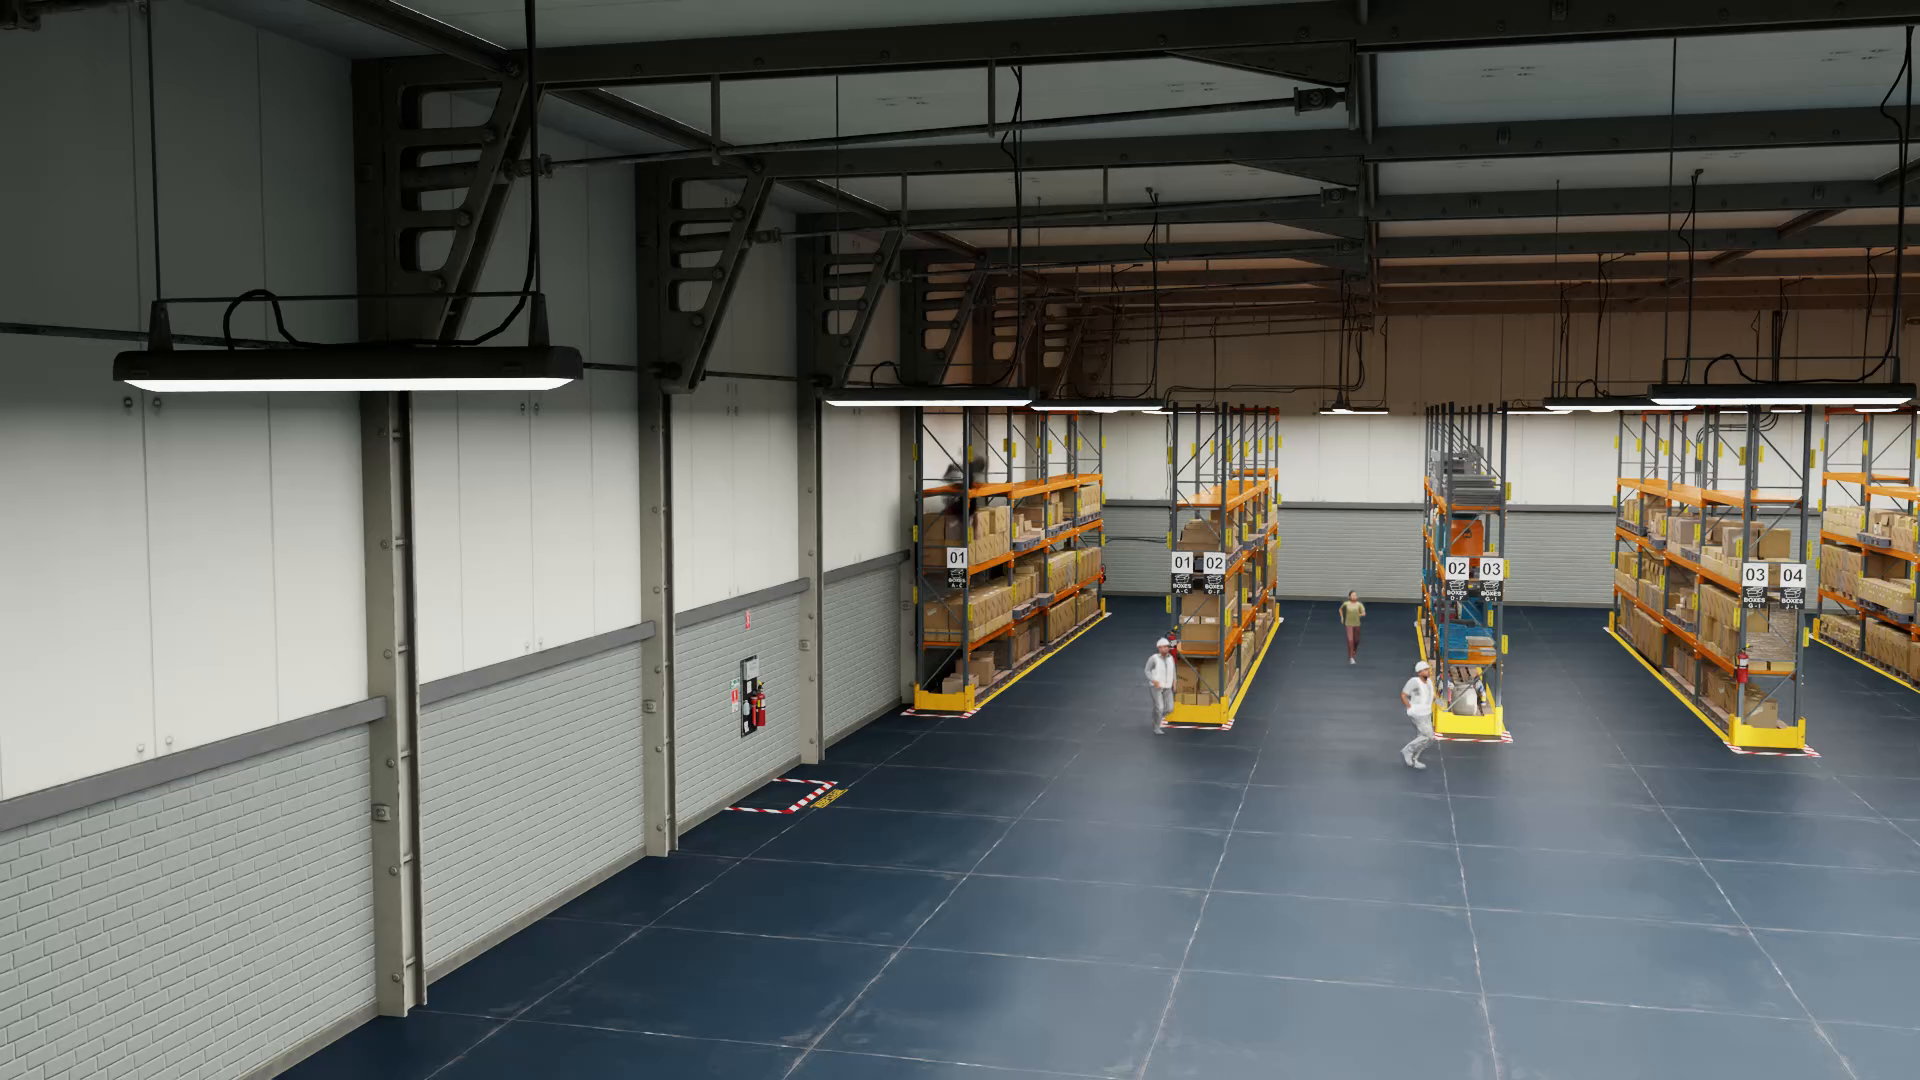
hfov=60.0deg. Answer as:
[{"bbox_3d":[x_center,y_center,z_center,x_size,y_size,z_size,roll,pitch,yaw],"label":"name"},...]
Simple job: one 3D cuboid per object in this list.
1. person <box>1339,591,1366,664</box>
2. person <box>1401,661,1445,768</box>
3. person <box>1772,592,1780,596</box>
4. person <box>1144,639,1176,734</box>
[{"bbox_3d":[9.158,2.002,38.752,0.574,1.655,0.969,0,4,3],"label":"person"},{"bbox_3d":[7.563,2.847,27.091,0.602,1.745,0.663,4,6,40],"label":"person"},{"bbox_3d":[21.438,1.625,44.048,0.808,1.705,0.790,-3,5,-31],"label":"person"},{"bbox_3d":[3.645,2.638,30.232,0.681,1.717,0.566,-2,5,-25],"label":"person"}]
